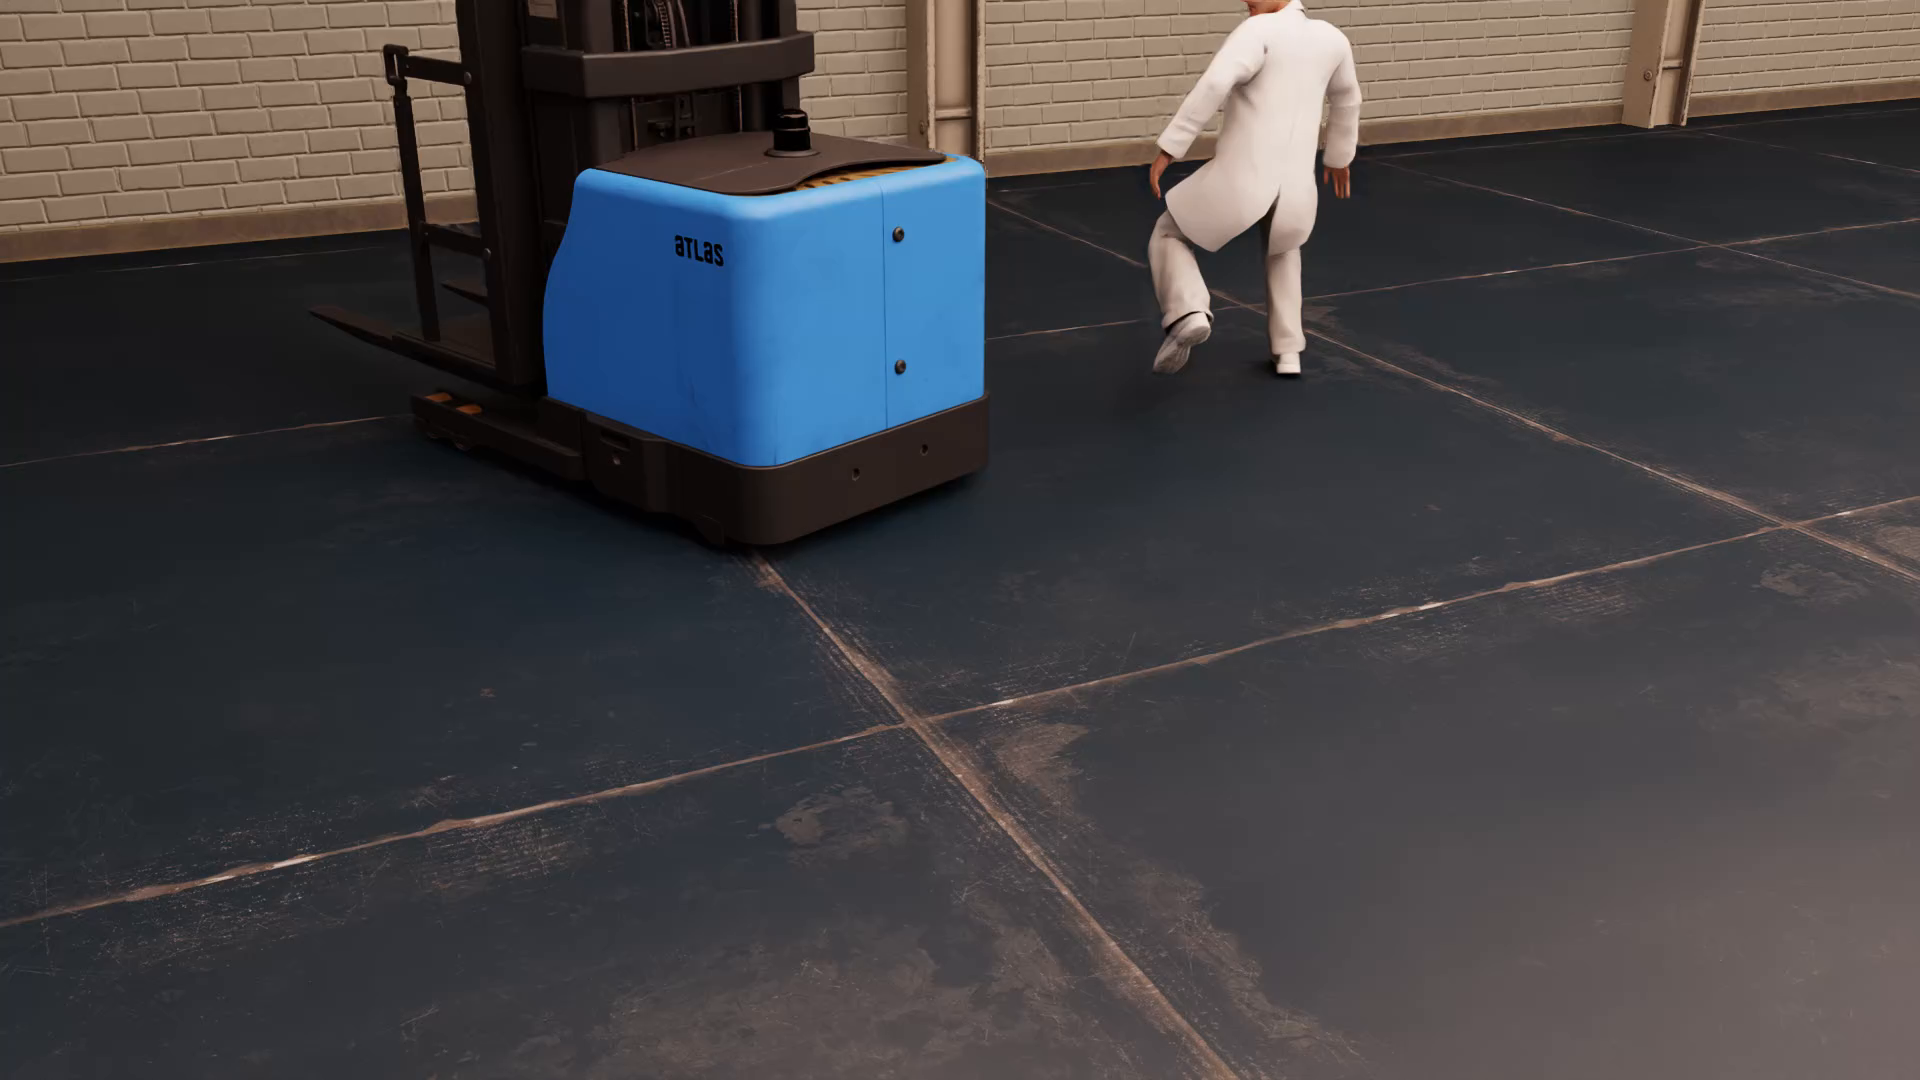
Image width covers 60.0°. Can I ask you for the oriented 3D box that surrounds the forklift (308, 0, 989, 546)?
[{"bbox_3d":[-1.330,-1.795,5.608,3.031,2.935,1.130,19,29,39],"label":"forklift"}]

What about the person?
[{"bbox_3d":[1.147,-1.407,6.406,1.026,1.662,0.543,-8,24,-18],"label":"person"}]
